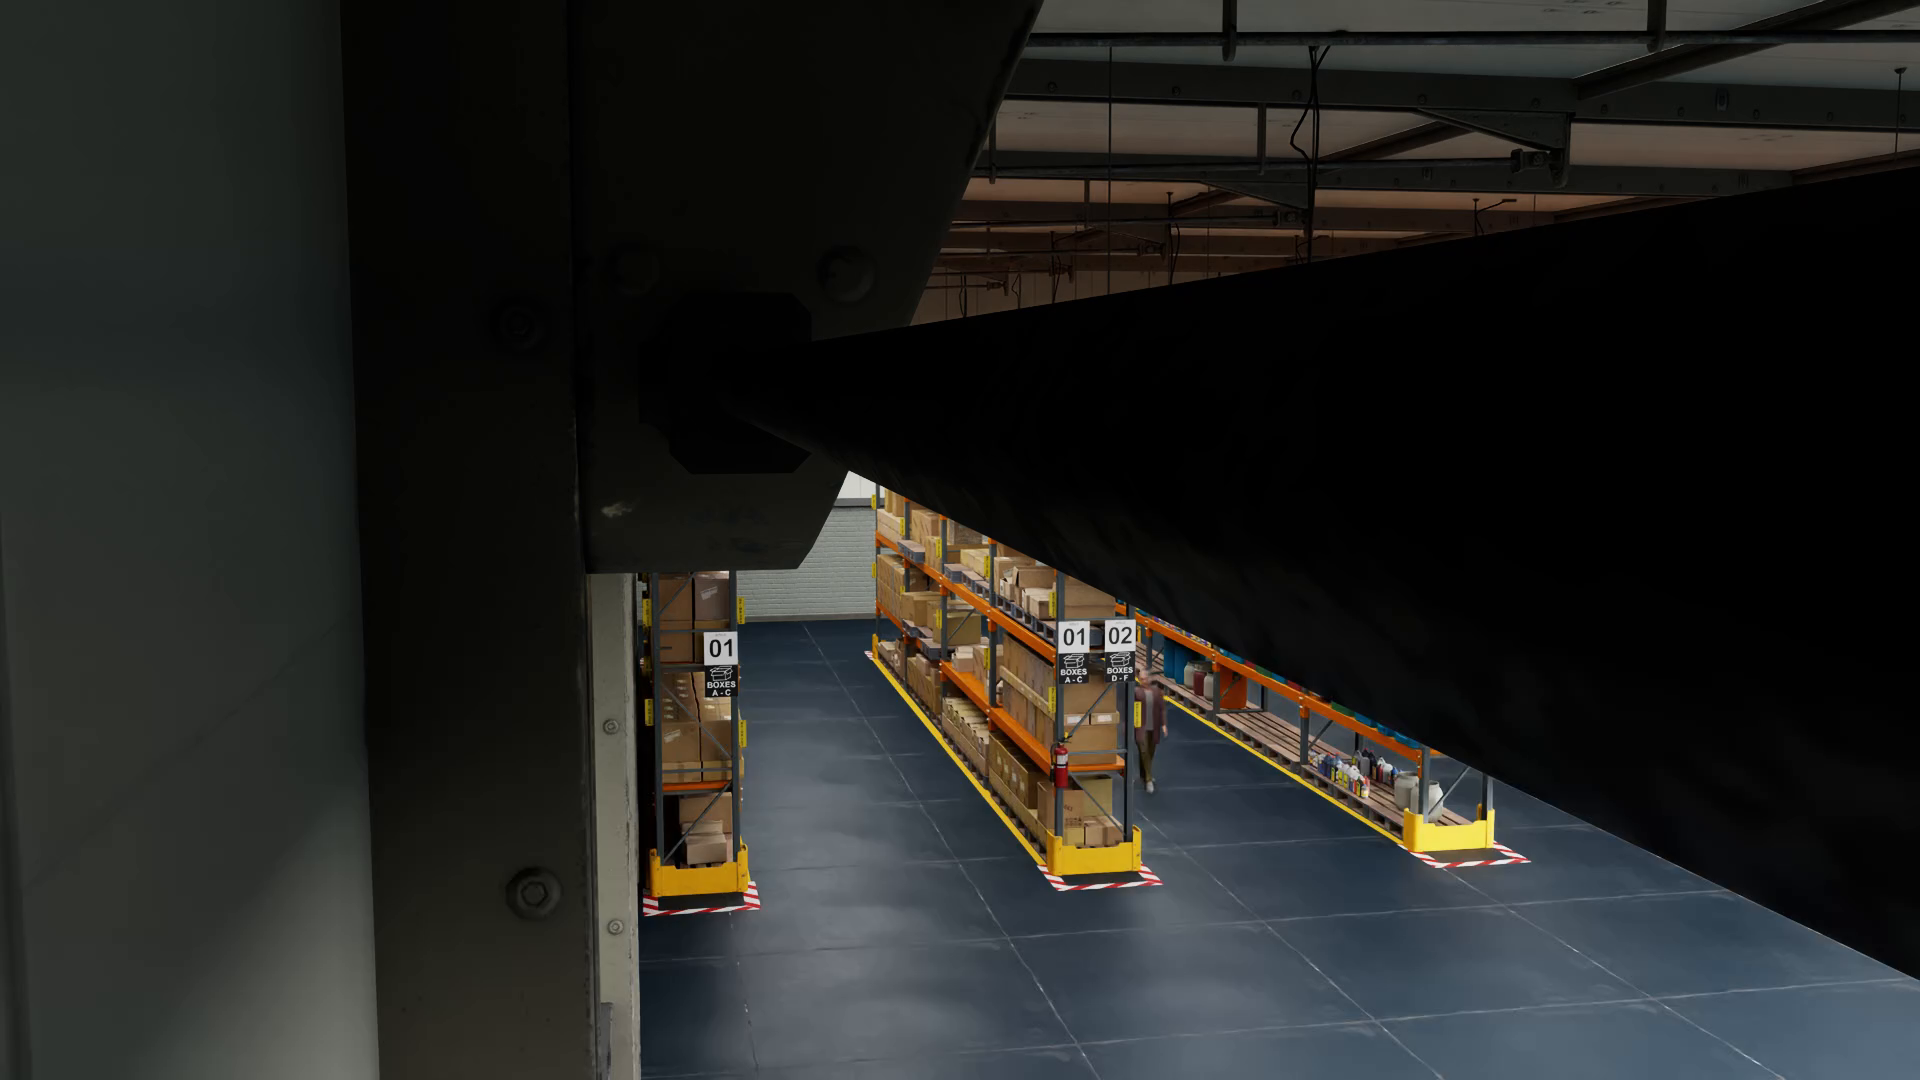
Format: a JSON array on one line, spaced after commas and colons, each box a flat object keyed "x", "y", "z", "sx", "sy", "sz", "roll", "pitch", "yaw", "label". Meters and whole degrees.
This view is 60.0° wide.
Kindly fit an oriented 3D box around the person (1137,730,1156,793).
[{"x": 2.858, "y": 3.207, "z": 25.190, "sx": 0.388, "sy": 1.061, "sz": 0.899, "roll": -1, "pitch": 6, "yaw": -12, "label": "person"}]
